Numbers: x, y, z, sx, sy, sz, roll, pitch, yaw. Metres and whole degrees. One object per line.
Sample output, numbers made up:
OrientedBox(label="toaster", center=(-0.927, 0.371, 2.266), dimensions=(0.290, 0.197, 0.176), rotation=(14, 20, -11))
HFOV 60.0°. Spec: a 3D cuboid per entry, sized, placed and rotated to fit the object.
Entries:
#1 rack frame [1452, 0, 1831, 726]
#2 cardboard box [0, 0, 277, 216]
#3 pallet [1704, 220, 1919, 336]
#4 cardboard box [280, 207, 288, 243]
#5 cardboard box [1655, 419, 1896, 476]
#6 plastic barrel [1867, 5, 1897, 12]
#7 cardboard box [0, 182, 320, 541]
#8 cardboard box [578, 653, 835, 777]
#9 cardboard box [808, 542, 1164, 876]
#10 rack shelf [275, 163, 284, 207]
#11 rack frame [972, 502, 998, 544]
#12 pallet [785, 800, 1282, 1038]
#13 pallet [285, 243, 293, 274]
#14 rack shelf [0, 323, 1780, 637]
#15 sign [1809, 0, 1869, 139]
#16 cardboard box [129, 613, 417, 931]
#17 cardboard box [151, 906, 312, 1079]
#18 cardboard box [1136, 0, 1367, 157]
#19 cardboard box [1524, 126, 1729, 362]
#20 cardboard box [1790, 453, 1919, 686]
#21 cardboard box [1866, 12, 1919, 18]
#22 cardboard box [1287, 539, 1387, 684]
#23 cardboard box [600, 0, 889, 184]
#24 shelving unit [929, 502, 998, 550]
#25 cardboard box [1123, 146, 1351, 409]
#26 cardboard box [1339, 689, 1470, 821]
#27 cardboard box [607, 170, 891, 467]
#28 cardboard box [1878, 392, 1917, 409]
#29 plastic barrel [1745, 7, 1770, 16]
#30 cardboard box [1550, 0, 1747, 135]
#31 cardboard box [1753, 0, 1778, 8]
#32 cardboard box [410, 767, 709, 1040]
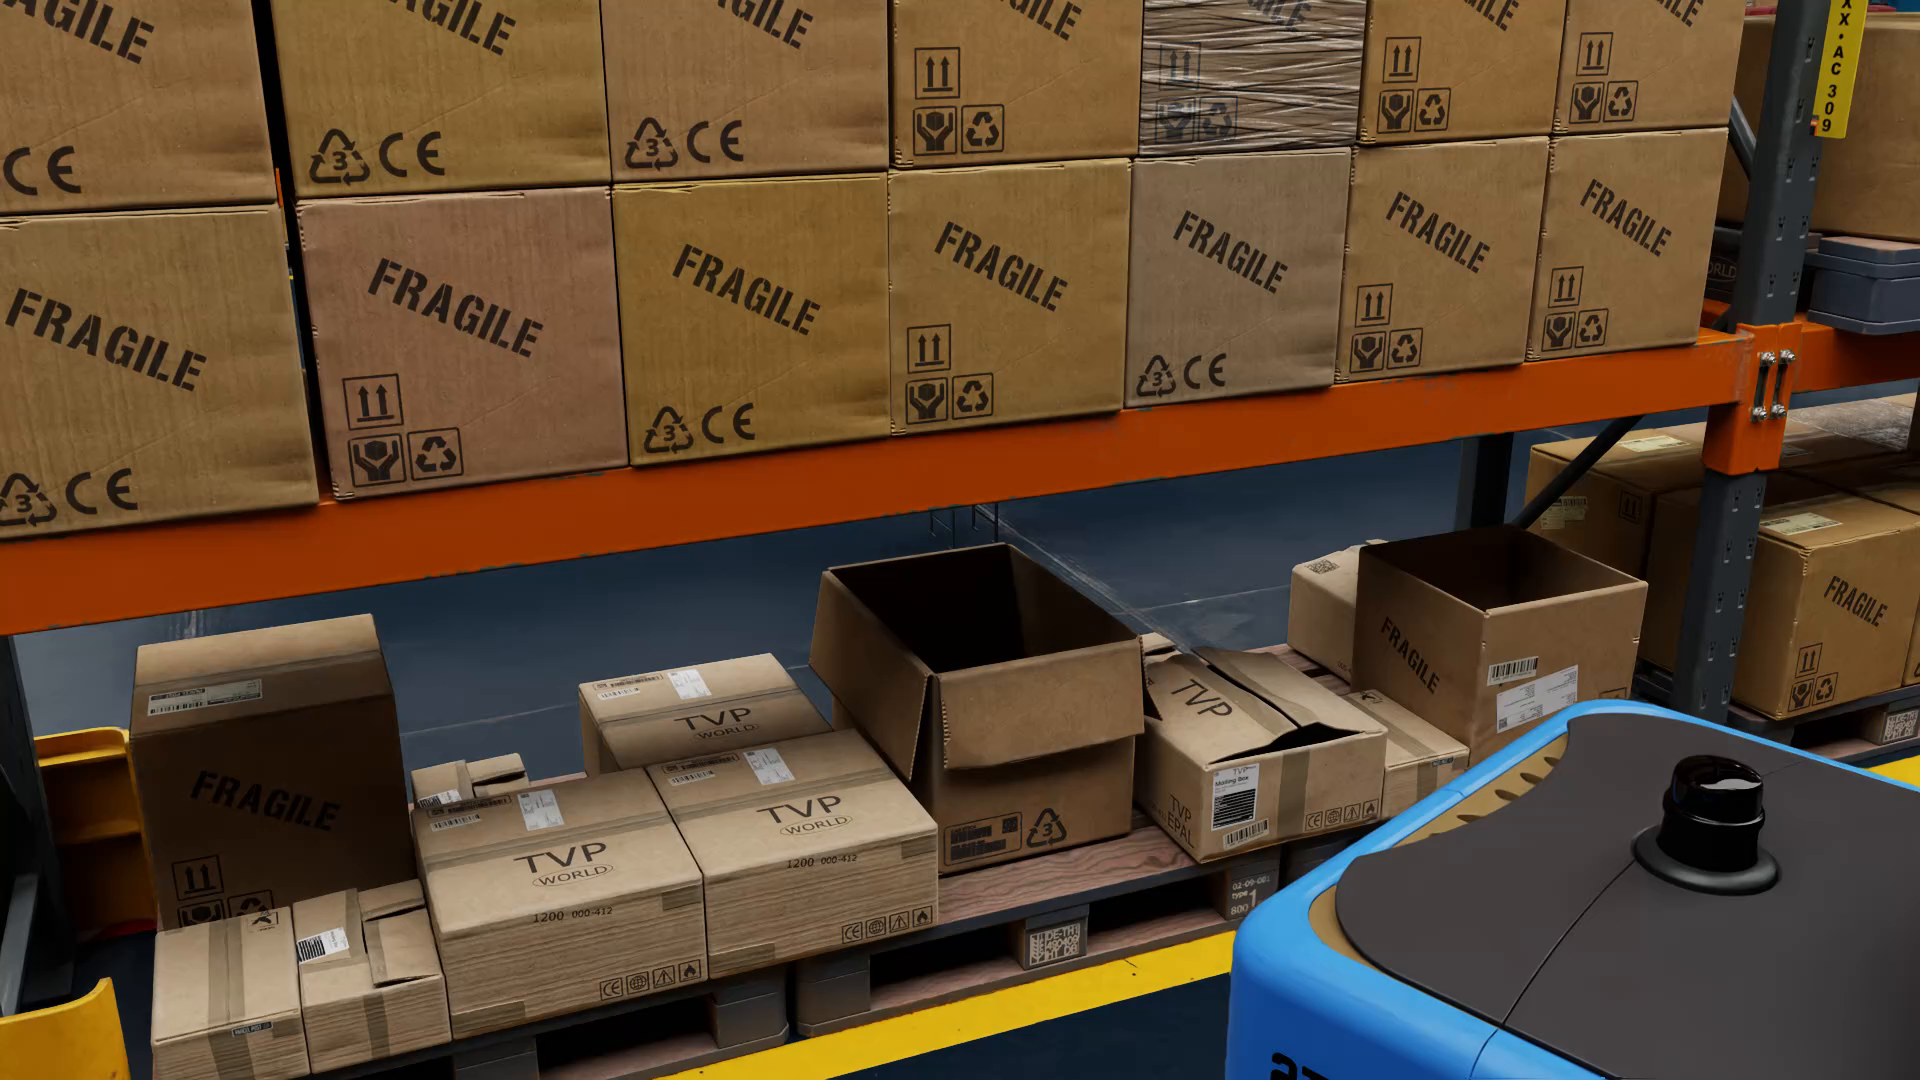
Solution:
OrientedBox(label="rack frame", center=(1.771, -0.838, 4.387), dimensions=(0.127, 3.000, 1.000), rotation=(-8, 21, -22))
OrientedBox(label="cardboard box", center=(-1.390, -0.809, 2.647), dimensions=(0.500, 0.500, 0.500), rotation=(-7, 21, -20))
OrientedBox(label="pallet", center=(2.548, -0.820, 4.622), dimensions=(1.213, 0.211, 1.003), rotation=(-8, 21, -22))
OrientedBox(label="cardboard box", center=(-5.266, -2.638, 12.065), dimensions=(0.875, 0.875, 0.875), rotation=(-8, 21, -22))
OrientedBox(label="cardboard box", center=(2.568, -0.082, 5.339), dimensions=(0.500, 0.500, 0.500), rotation=(-8, 21, -22))
OrientedBox(label="plastic barrel", center=(6.193, -3.407, 11.477), dimensions=(0.433, 0.535, 0.433), rotation=(0, 19, 0))
OrientedBox(label="cardboard box", center=(-1.390, -0.337, 2.813), dimensions=(0.500, 0.500, 0.500), rotation=(-8, 21, -21))
OrientedBox(label="cardboard box", center=(-0.616, 0.515, 4.021), dimensions=(0.500, 0.250, 0.500), rotation=(-8, 21, -22))
OrientedBox(label="cardboard box", center=(0.048, 0.380, 4.022), dimensions=(0.637, 0.503, 0.797), rotation=(-8, 21, -22))
OrientedBox(label="rack shelf", center=(-2.024, -1.747, 8.050), dimensions=(4.000, 0.370, 1.077), rotation=(-8, 21, -22))
OrientedBox(label="rack frame", center=(0.097, -0.580, 6.362), dimensions=(0.006, 1.200, 0.240), rotation=(-8, 21, -22))
OrientedBox(label="pallet", center=(0.018, 0.729, 4.134), dimensions=(1.213, 0.211, 1.003), rotation=(-8, 21, -22))
OrientedBox(label="pallet", center=(-5.119, -2.147, 12.303), dimensions=(1.213, 0.211, 1.003), rotation=(-8, 21, -22))
OrientedBox(label="rack shelf", center=(-0.065, -0.236, 3.759), dimensions=(4.000, 0.370, 1.077), rotation=(-8, 21, -22))
OrientedBox(label="sign", center=(1.993, -1.082, 3.776), dimensions=(0.005, 0.325, 0.100), rotation=(-8, 21, -22))
OrientedBox(label="cardboard box", center=(-1.500, 0.513, 3.651), dimensions=(0.500, 0.500, 0.500), rotation=(-8, 21, -22))
OrientedBox(label="cardboard box", center=(-1.381, 0.875, 3.151), dimensions=(0.250, 0.149, 0.380), rotation=(-8, 21, -22))
OrientedBox(label="cardboard box", center=(0.477, -1.077, 3.409), dimensions=(0.500, 0.500, 0.500), rotation=(-8, 21, -21))
OrientedBox(label="cardboard box", center=(1.414, -0.742, 3.961), dimensions=(0.500, 0.500, 0.500), rotation=(-8, 21, -21))
OrientedBox(label="cardboard box", center=(2.797, 0.070, 4.907), dimensions=(0.500, 0.500, 0.500), rotation=(-8, 21, -21))
OrientedBox(label="cardboard box", center=(2.901, -1.188, 4.595), dimensions=(0.500, 0.500, 0.700), rotation=(-5, 20, -13))
OrientedBox(label="cardboard box", center=(1.300, 0.212, 4.791), dimensions=(0.500, 0.311, 0.500), rotation=(-8, 21, -22))
OrientedBox(label="cardboard box", center=(-0.451, -0.944, 3.031), dimensions=(0.500, 0.500, 0.500), rotation=(-8, 21, -21))
OrientedBox(label="shelving unit", center=(0.013, -0.568, 6.328), dimensions=(0.189, 1.200, 0.258), rotation=(-8, 21, -22))
OrientedBox(label="cardboard box", center=(0.470, -0.605, 3.573), dimensions=(0.500, 0.500, 0.500), rotation=(-8, 21, -21))
OrientedBox(label="cardboard box", center=(1.040, 0.528, 4.136), dimensions=(0.250, 0.149, 0.380), rotation=(-8, 21, -22))
OrientedBox(label="cardboard box", center=(-0.456, -0.472, 3.195), dimensions=(0.500, 0.500, 0.500), rotation=(-8, 21, -22))
OrientedBox(label="cardboard box", center=(3.495, -0.215, 5.718), dimensions=(0.500, 0.500, 0.500), rotation=(-9, 21, -24))
OrientedBox(label="plastic barrel", center=(5.122, -3.253, 11.041), dimensions=(0.433, 0.535, 0.433), rotation=(0, 19, 0))
OrientedBox(label="cardboard box", center=(1.409, -1.212, 3.791), dimensions=(0.500, 0.500, 0.500), rotation=(-8, 21, -22))
OrientedBox(label="cardboard box", center=(7.942, -5.460, 16.913), dimensions=(0.500, 0.500, 0.875), rotation=(-8, 21, -22))
OrientedBox(label="cardboard box", center=(-0.831, 0.726, 3.420), dimensions=(0.500, 0.250, 0.500), rotation=(-8, 21, -22))
